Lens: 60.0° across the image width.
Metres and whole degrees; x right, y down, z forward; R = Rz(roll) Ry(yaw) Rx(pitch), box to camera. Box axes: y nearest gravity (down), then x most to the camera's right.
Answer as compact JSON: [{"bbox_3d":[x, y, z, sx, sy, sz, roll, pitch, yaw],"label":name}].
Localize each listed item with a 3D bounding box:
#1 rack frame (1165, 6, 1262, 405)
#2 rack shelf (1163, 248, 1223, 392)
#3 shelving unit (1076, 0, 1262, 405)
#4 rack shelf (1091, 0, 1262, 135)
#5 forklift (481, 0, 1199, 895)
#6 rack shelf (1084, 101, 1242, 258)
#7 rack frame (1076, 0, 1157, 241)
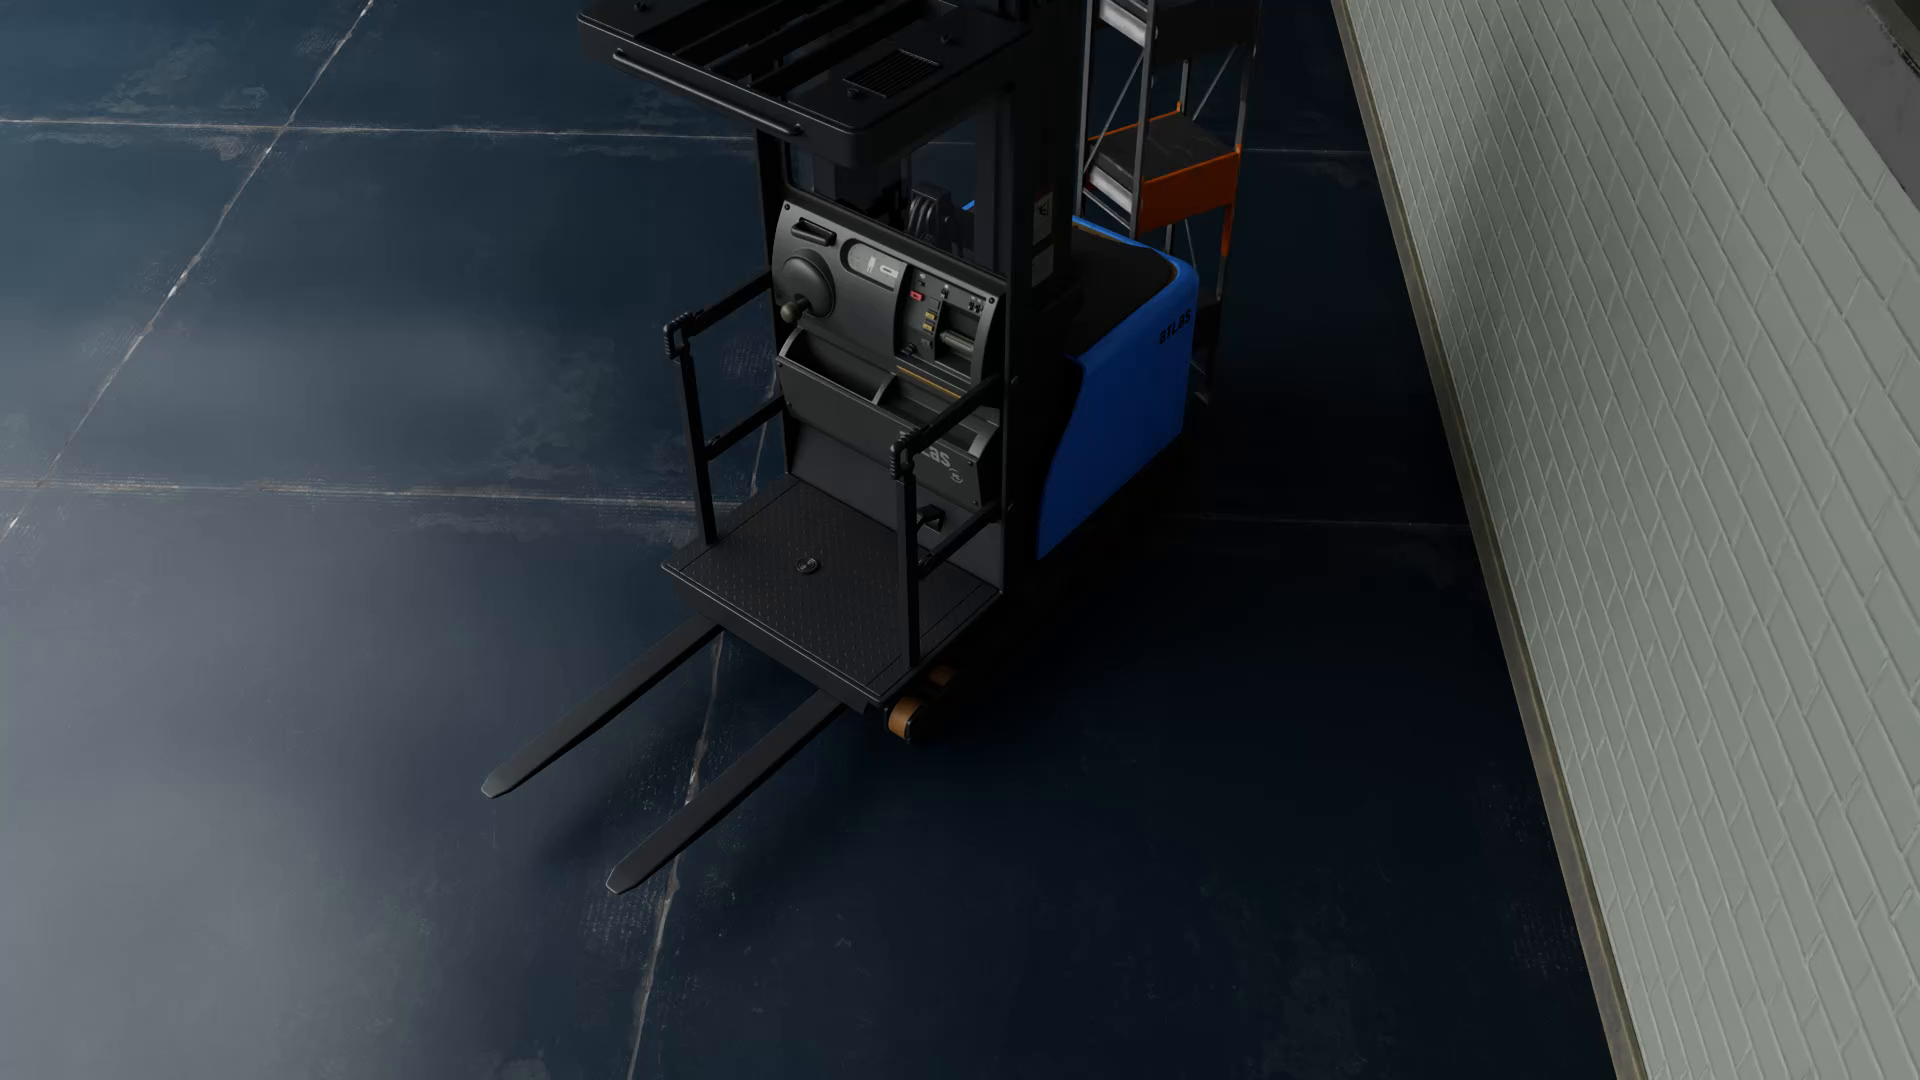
[{"bbox_3d":[1.002,-1.488,6.807,0.015,2.100,0.400,-22,47,-22],"label":"rack frame"},{"bbox_3d":[0.794,-0.880,7.201,0.480,0.518,0.431,-22,47,-22],"label":"rack shelf"},{"bbox_3d":[0.794,-1.402,6.714,0.503,2.100,0.431,-22,47,-22],"label":"shelving unit"},{"bbox_3d":[0.794,-1.904,6.247,0.480,0.518,0.431,-22,47,-22],"label":"rack shelf"},{"bbox_3d":[-0.390,-0.741,5.395,1.130,2.935,3.031,29,50,27],"label":"forklift"},{"bbox_3d":[0.794,-1.392,6.724,0.480,0.518,0.431,-22,47,-22],"label":"rack shelf"},{"bbox_3d":[0.585,-1.316,6.622,0.015,2.100,0.400,-22,47,-22],"label":"rack frame"}]
